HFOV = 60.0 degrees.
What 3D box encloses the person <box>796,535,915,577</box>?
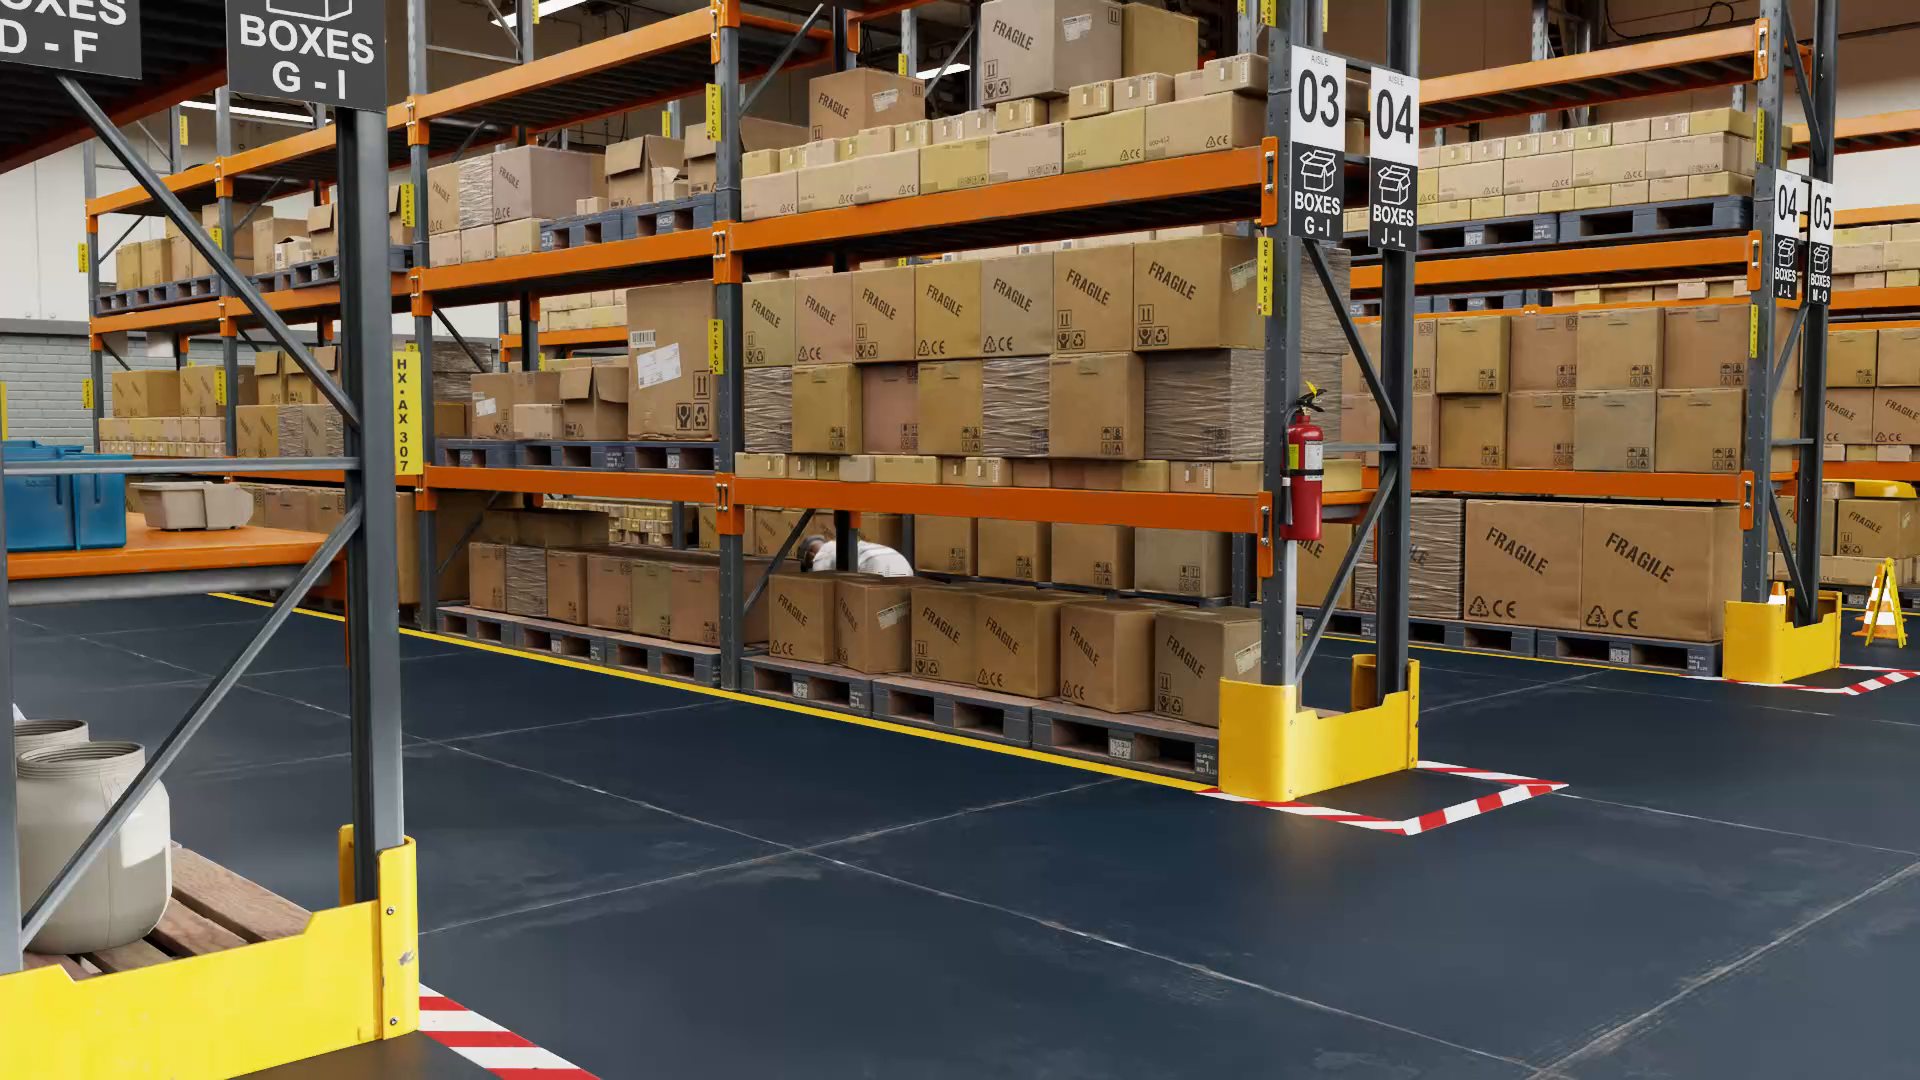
[{"bbox_3d":[-0.783,0.392,12.155,1.015,0.825,0.531,4,5,45],"label":"person"}]
